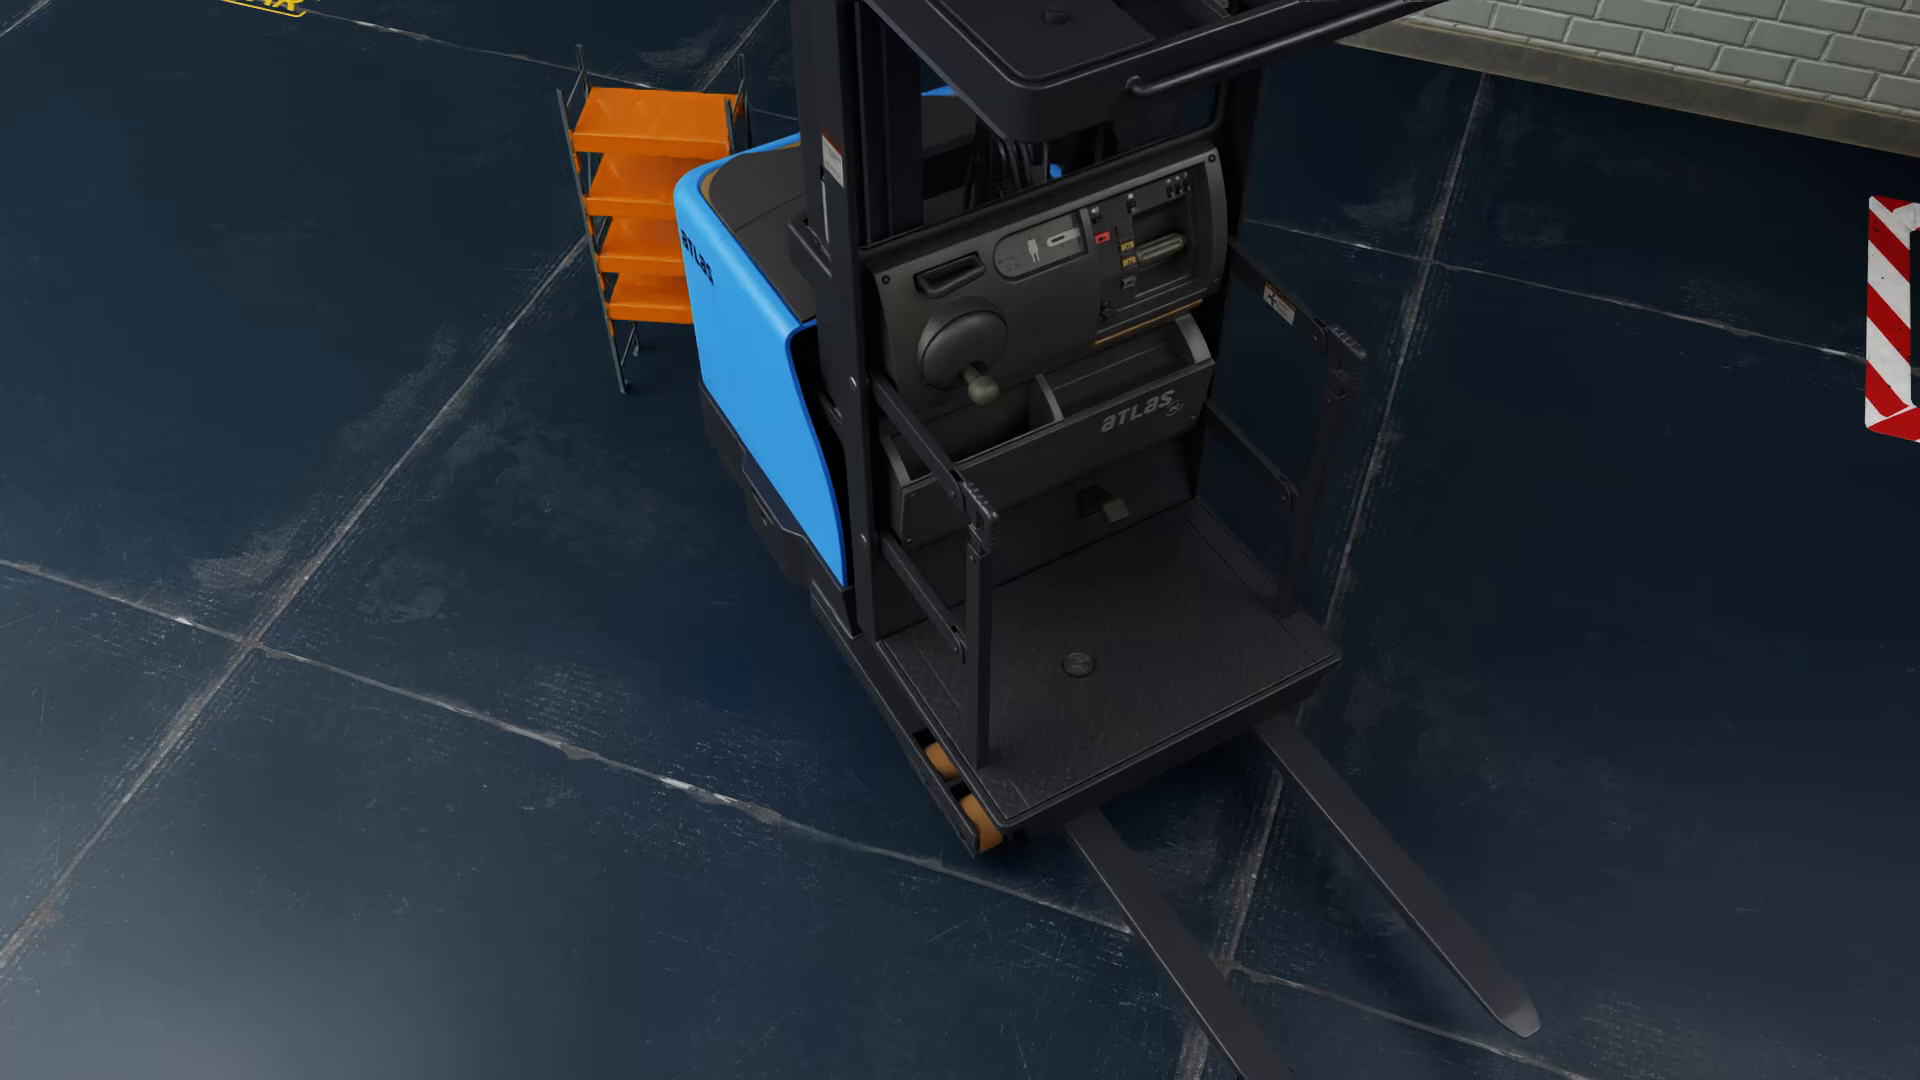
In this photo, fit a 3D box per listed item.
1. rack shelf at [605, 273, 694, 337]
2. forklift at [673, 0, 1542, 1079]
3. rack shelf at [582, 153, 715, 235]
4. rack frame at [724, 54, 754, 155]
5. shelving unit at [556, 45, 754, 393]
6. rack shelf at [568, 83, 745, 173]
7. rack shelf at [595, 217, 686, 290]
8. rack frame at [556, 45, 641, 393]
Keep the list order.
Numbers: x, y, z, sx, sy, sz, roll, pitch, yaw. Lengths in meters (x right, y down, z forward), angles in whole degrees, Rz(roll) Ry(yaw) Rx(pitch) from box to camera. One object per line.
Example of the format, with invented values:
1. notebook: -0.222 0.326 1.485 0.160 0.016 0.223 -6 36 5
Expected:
1. rack shelf: -0.899 -0.795 5.497 0.480 0.148 0.258 4 49 4
2. forklift: 0.338 -0.519 3.760 1.130 2.935 3.031 -24 53 -19
3. rack shelf: -0.899 -1.072 5.178 0.480 0.148 0.258 4 49 4
4. rack frame: -0.656 -0.951 5.281 0.015 1.200 0.240 4 49 4
5. shelving unit: -0.899 -0.969 5.296 0.503 1.200 0.258 4 49 4
6. rack shelf: -0.899 -1.227 4.999 0.480 0.148 0.258 4 49 4
7. rack shelf: -0.899 -0.925 5.347 0.480 0.148 0.258 4 49 4
8. rack frame: -1.142 -0.987 5.312 0.015 1.200 0.240 4 49 4
